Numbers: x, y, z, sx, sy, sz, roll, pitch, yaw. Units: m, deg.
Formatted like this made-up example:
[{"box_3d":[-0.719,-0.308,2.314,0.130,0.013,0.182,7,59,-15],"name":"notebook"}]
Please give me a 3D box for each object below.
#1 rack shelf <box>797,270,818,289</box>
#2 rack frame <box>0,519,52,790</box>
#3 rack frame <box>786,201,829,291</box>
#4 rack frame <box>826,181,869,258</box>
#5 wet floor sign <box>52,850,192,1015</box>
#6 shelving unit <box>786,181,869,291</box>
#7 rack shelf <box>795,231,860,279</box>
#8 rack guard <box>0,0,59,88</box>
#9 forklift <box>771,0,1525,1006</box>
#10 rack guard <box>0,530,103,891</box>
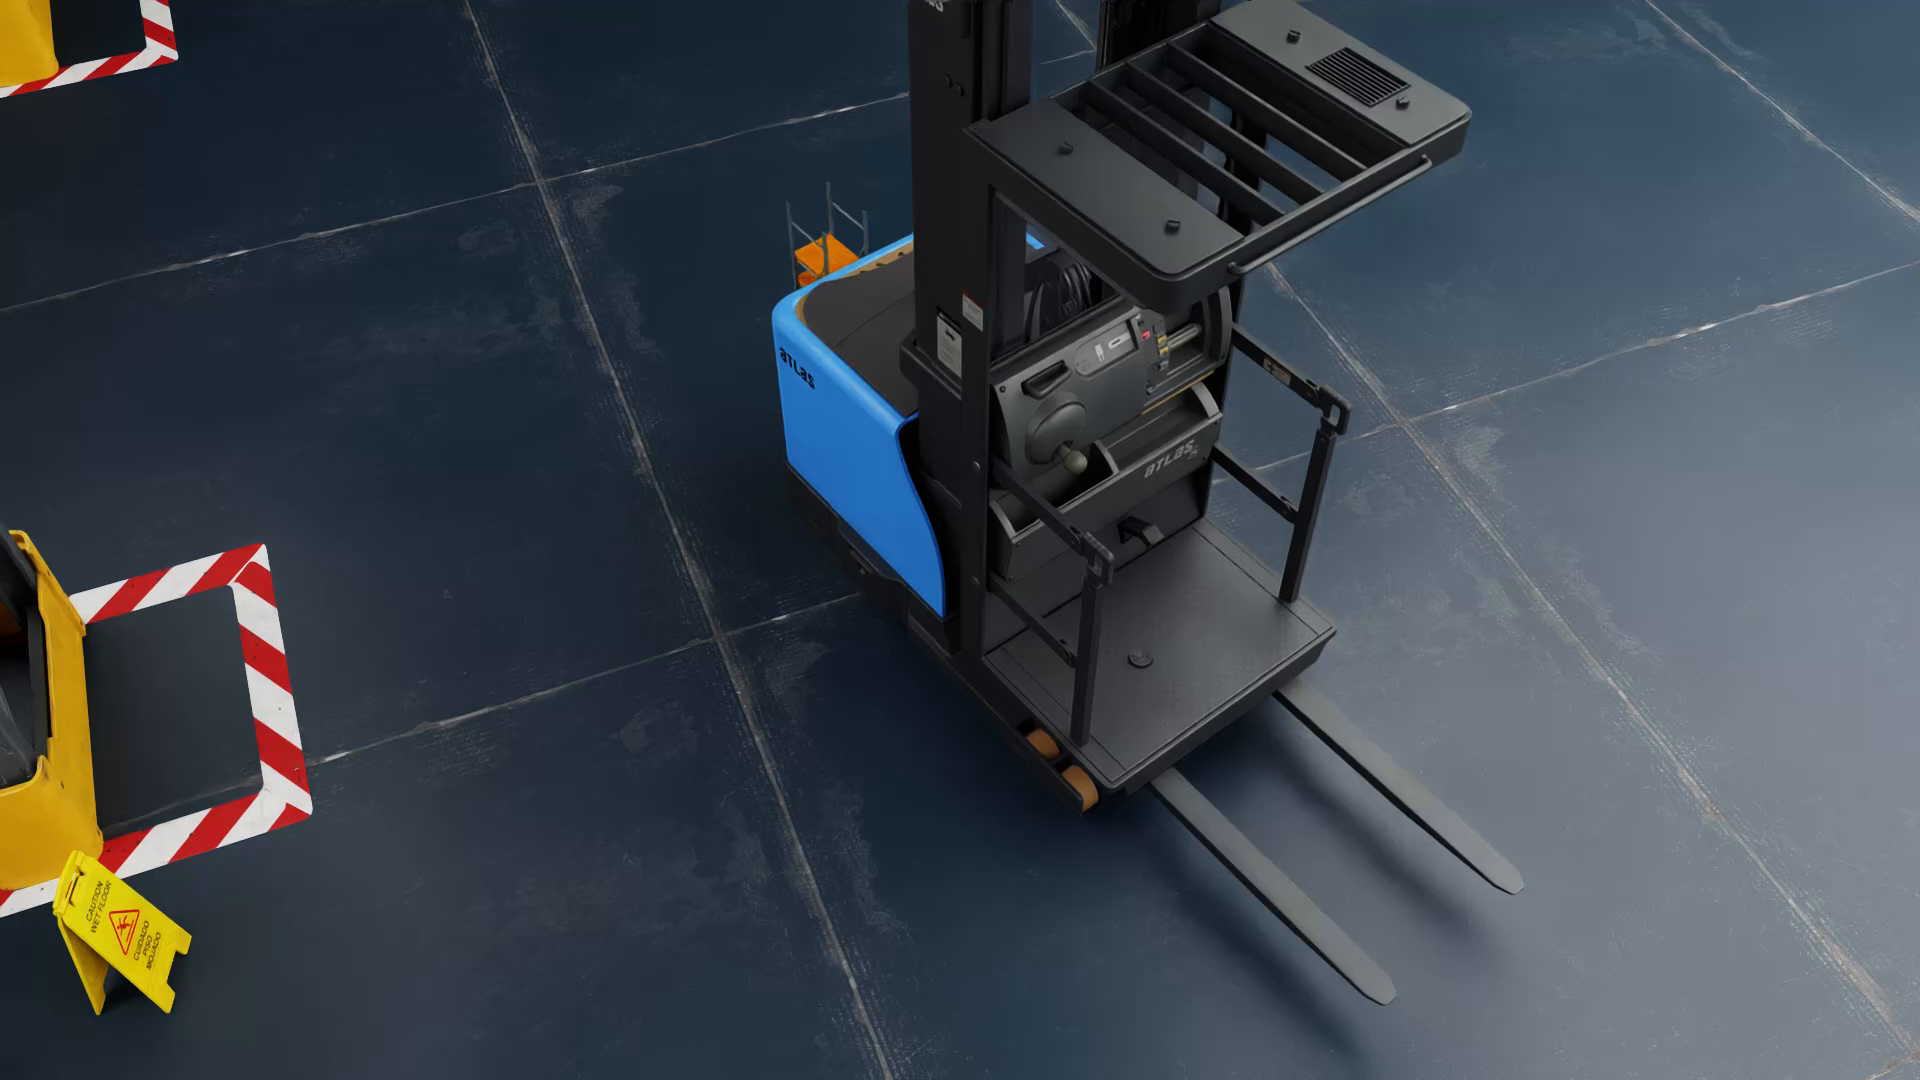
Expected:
[{"box_3d":[-0.487,-0.948,6.356,0.180,0.103,0.258,-32,57,-25],"name":"rack shelf"},{"box_3d":[-3.217,-0.265,4.841,0.127,3.000,1.000,-17,52,-14],"name":"rack frame"},{"box_3d":[-0.557,-0.776,6.466,0.006,1.200,0.240,-32,57,-25],"name":"rack frame"},{"box_3d":[-0.416,-0.864,6.542,0.006,1.200,0.240,-32,57,-25],"name":"rack frame"},{"box_3d":[-2.637,1.199,5.135,0.232,0.644,0.267,-2,49,-1],"name":"wet floor sign"},{"box_3d":[-0.487,-0.820,6.504,0.189,1.200,0.258,-32,57,-25],"name":"shelving unit"},{"box_3d":[-0.487,-1.026,6.265,0.180,0.103,0.258,-32,57,-25],"name":"rack shelf"},{"box_3d":[-5.075,-2.942,8.788,0.348,0.500,1.175,-17,52,-14],"name":"rack guard"},{"box_3d":[0.620,-0.444,5.040,1.130,2.935,3.031,-31,56,-24],"name":"forklift"},{"box_3d":[-3.287,0.572,5.770,0.348,0.500,1.175,-17,52,-14],"name":"rack guard"}]
